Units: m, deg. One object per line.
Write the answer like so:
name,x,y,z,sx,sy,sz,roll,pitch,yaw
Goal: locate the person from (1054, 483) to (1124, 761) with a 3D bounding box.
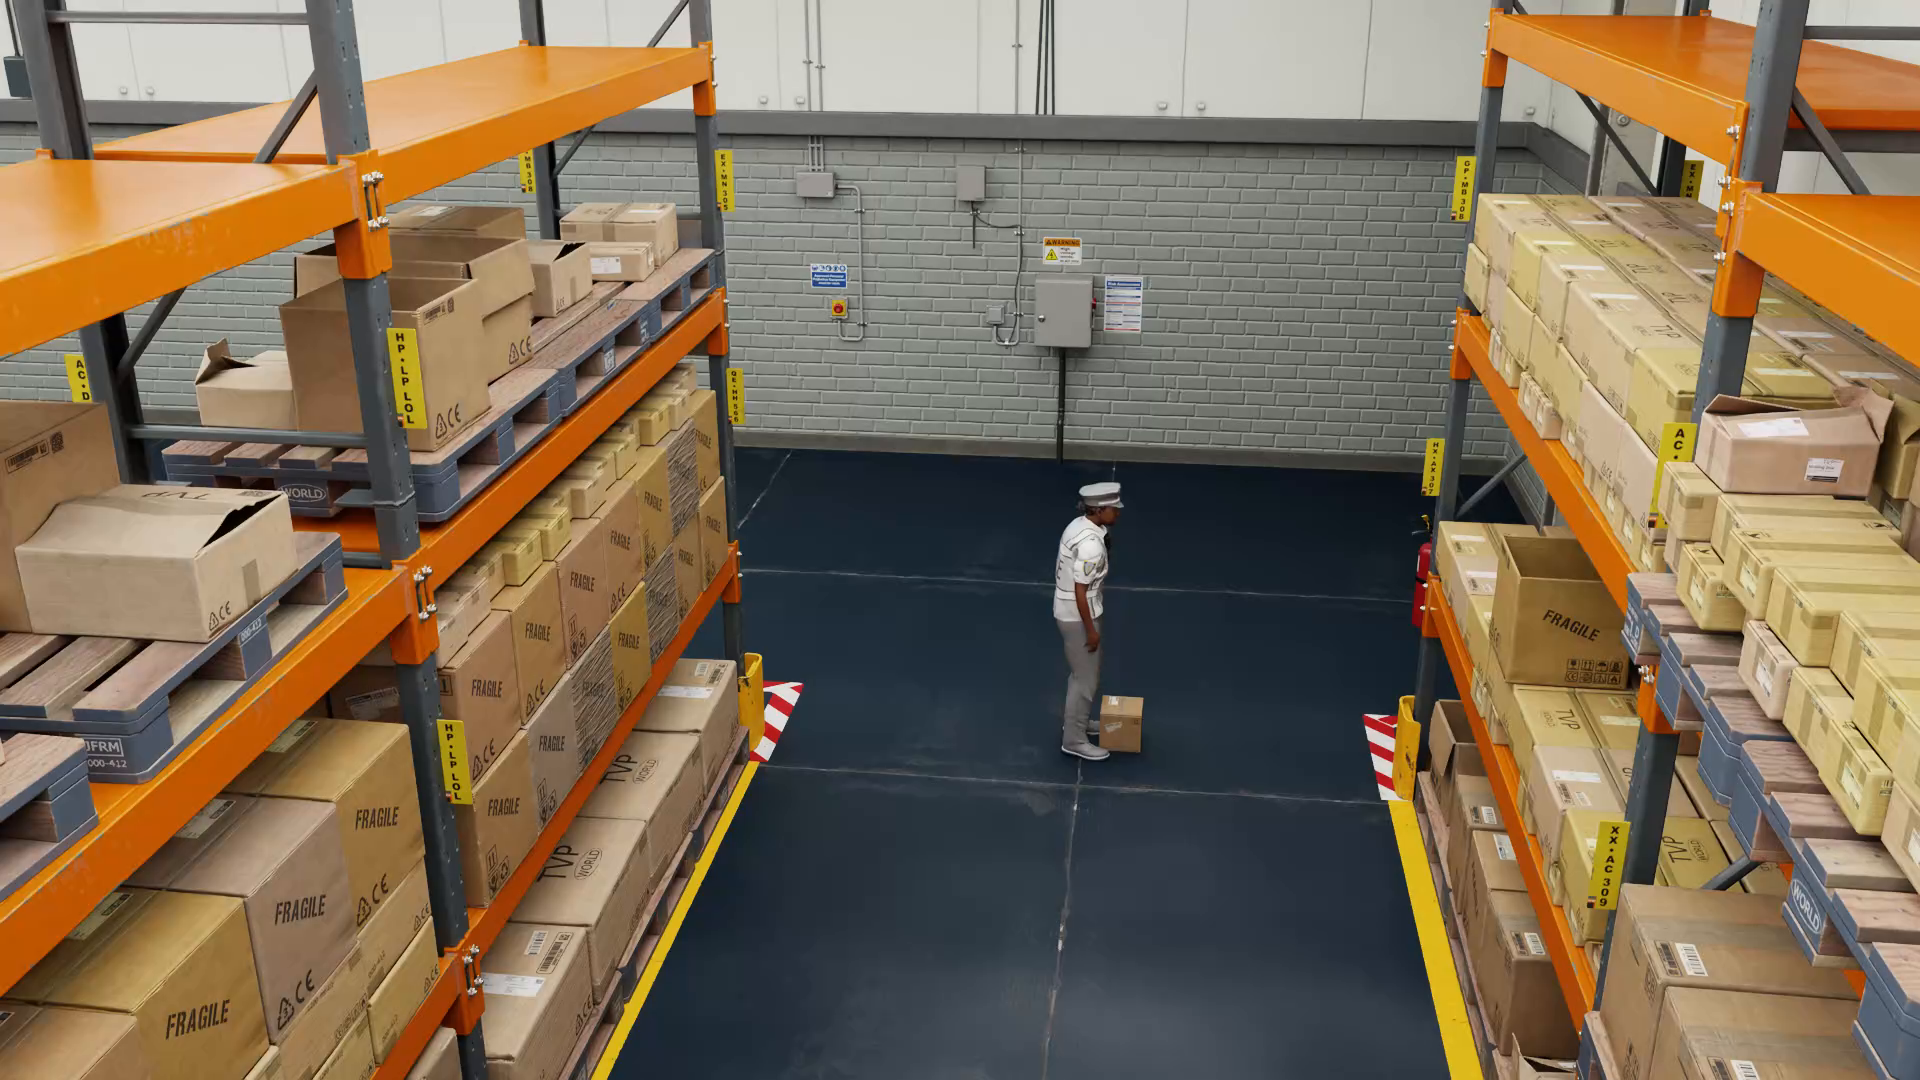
person,0.754,0.459,9.906,0.396,1.660,0.524,2,21,5
